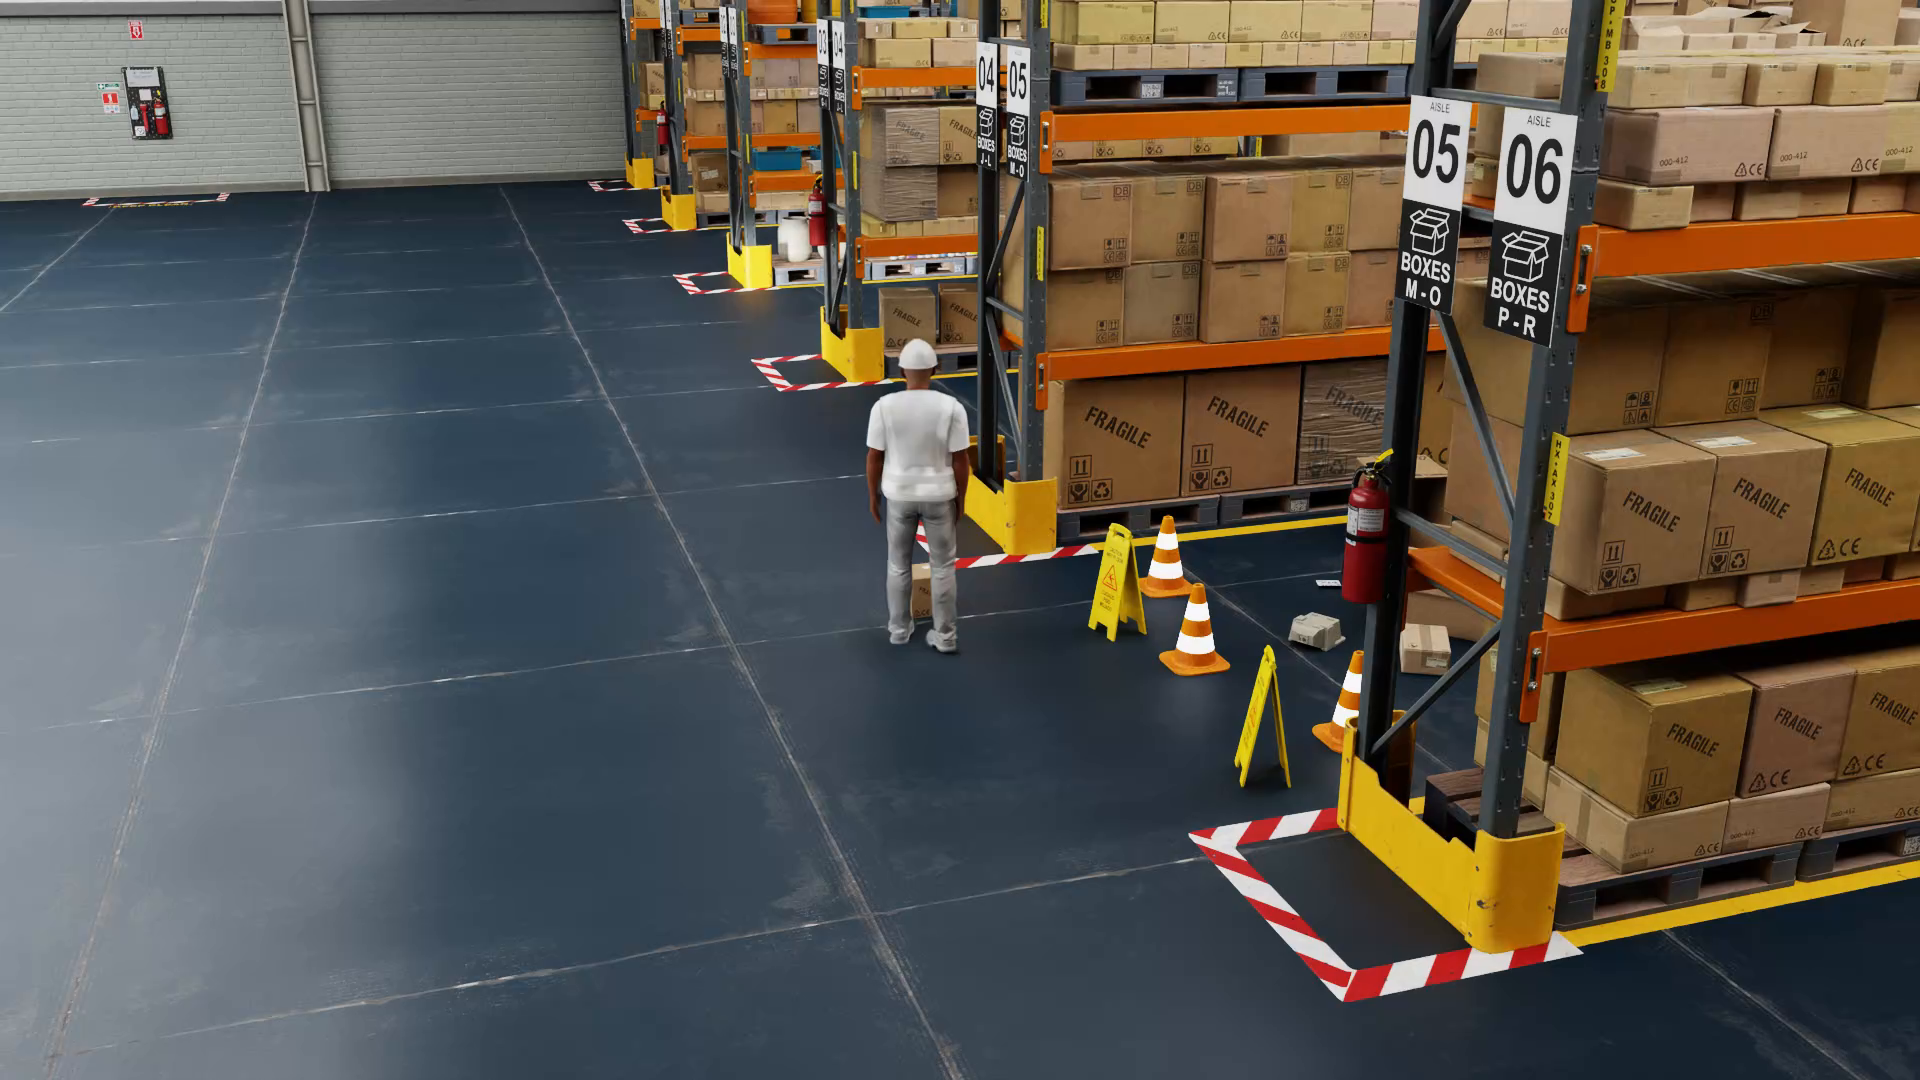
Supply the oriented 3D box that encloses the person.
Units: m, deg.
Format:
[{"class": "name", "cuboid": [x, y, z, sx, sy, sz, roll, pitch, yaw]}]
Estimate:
[{"class": "person", "cuboid": [-0.230, -0.249, 9.273, 0.568, 1.777, 0.426, 1, 19, 2]}]
